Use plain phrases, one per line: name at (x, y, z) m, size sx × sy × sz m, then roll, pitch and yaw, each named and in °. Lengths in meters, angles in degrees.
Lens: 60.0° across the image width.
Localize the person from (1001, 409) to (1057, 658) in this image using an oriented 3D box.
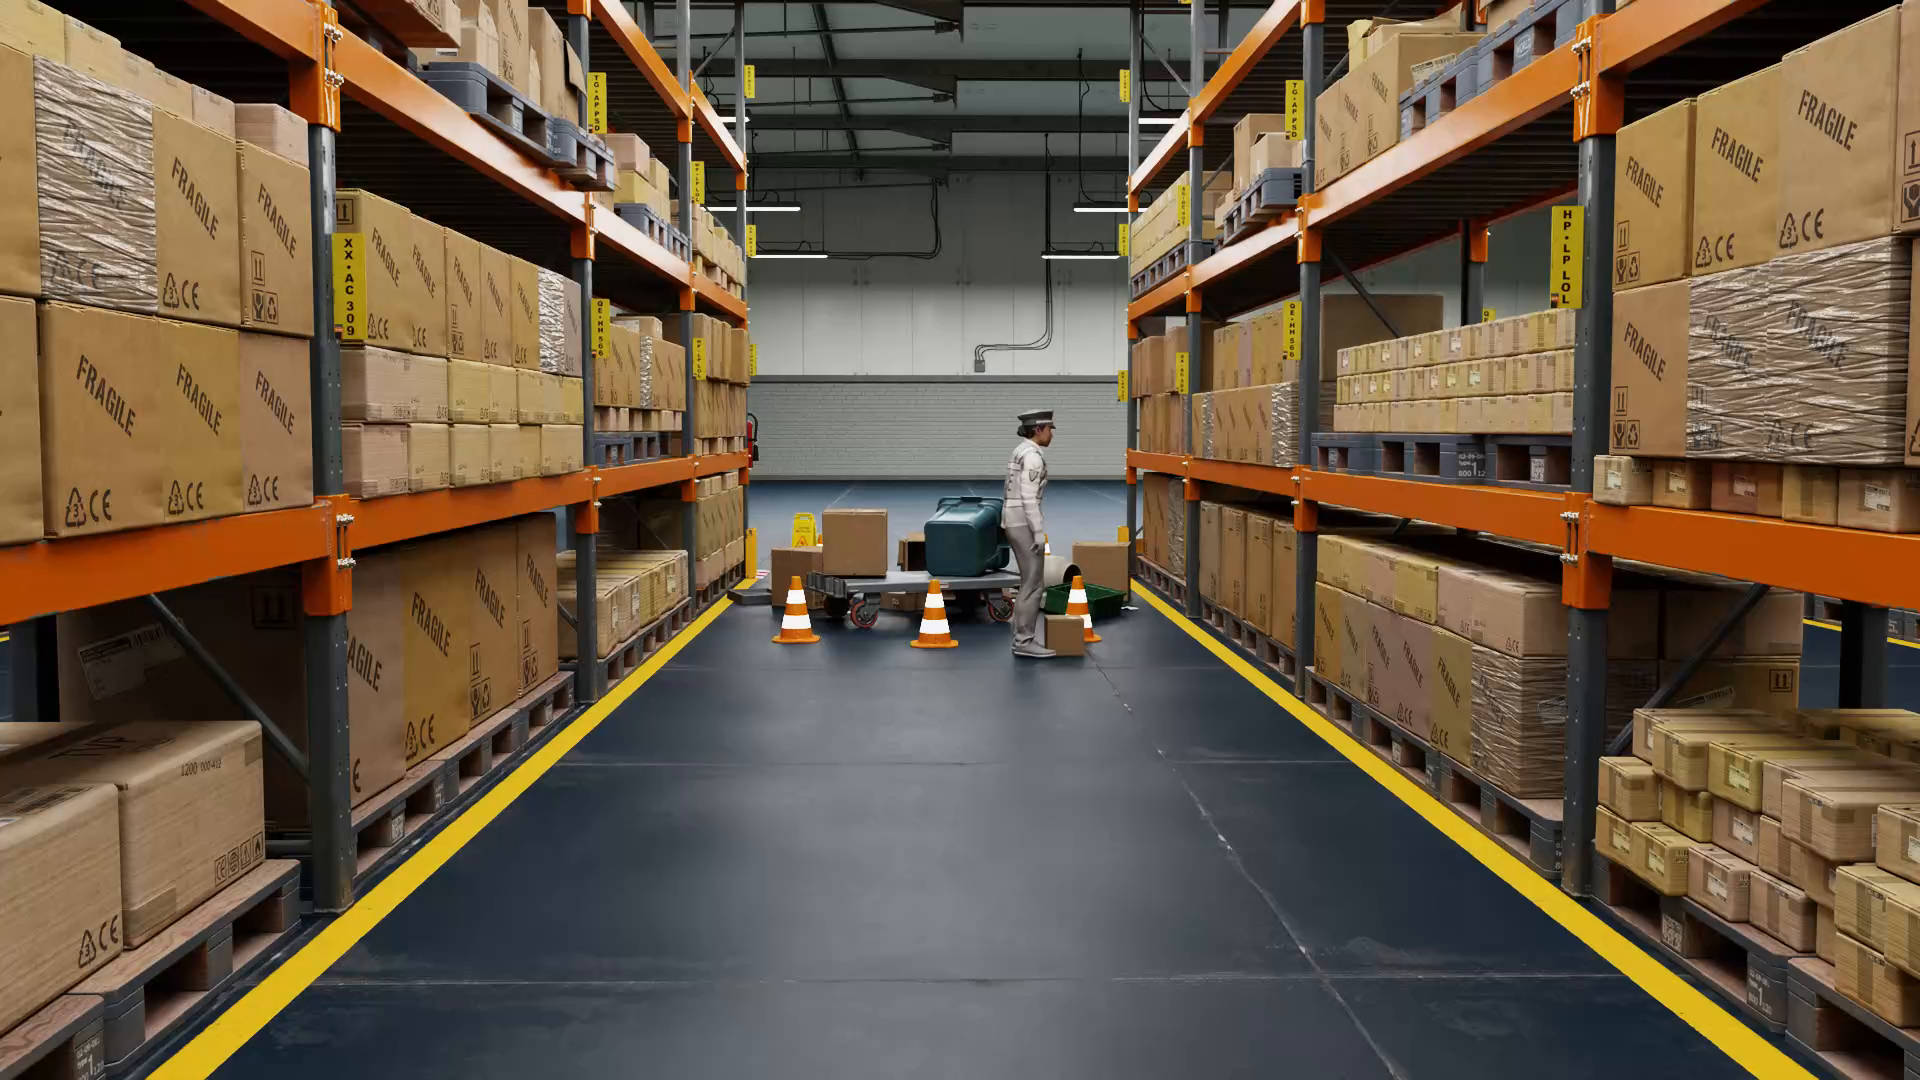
person at (0.470, -0.056, 11.284) m, size 0.371 × 1.666 × 0.547 m, roll 0°, pitch 4°, yaw -5°
